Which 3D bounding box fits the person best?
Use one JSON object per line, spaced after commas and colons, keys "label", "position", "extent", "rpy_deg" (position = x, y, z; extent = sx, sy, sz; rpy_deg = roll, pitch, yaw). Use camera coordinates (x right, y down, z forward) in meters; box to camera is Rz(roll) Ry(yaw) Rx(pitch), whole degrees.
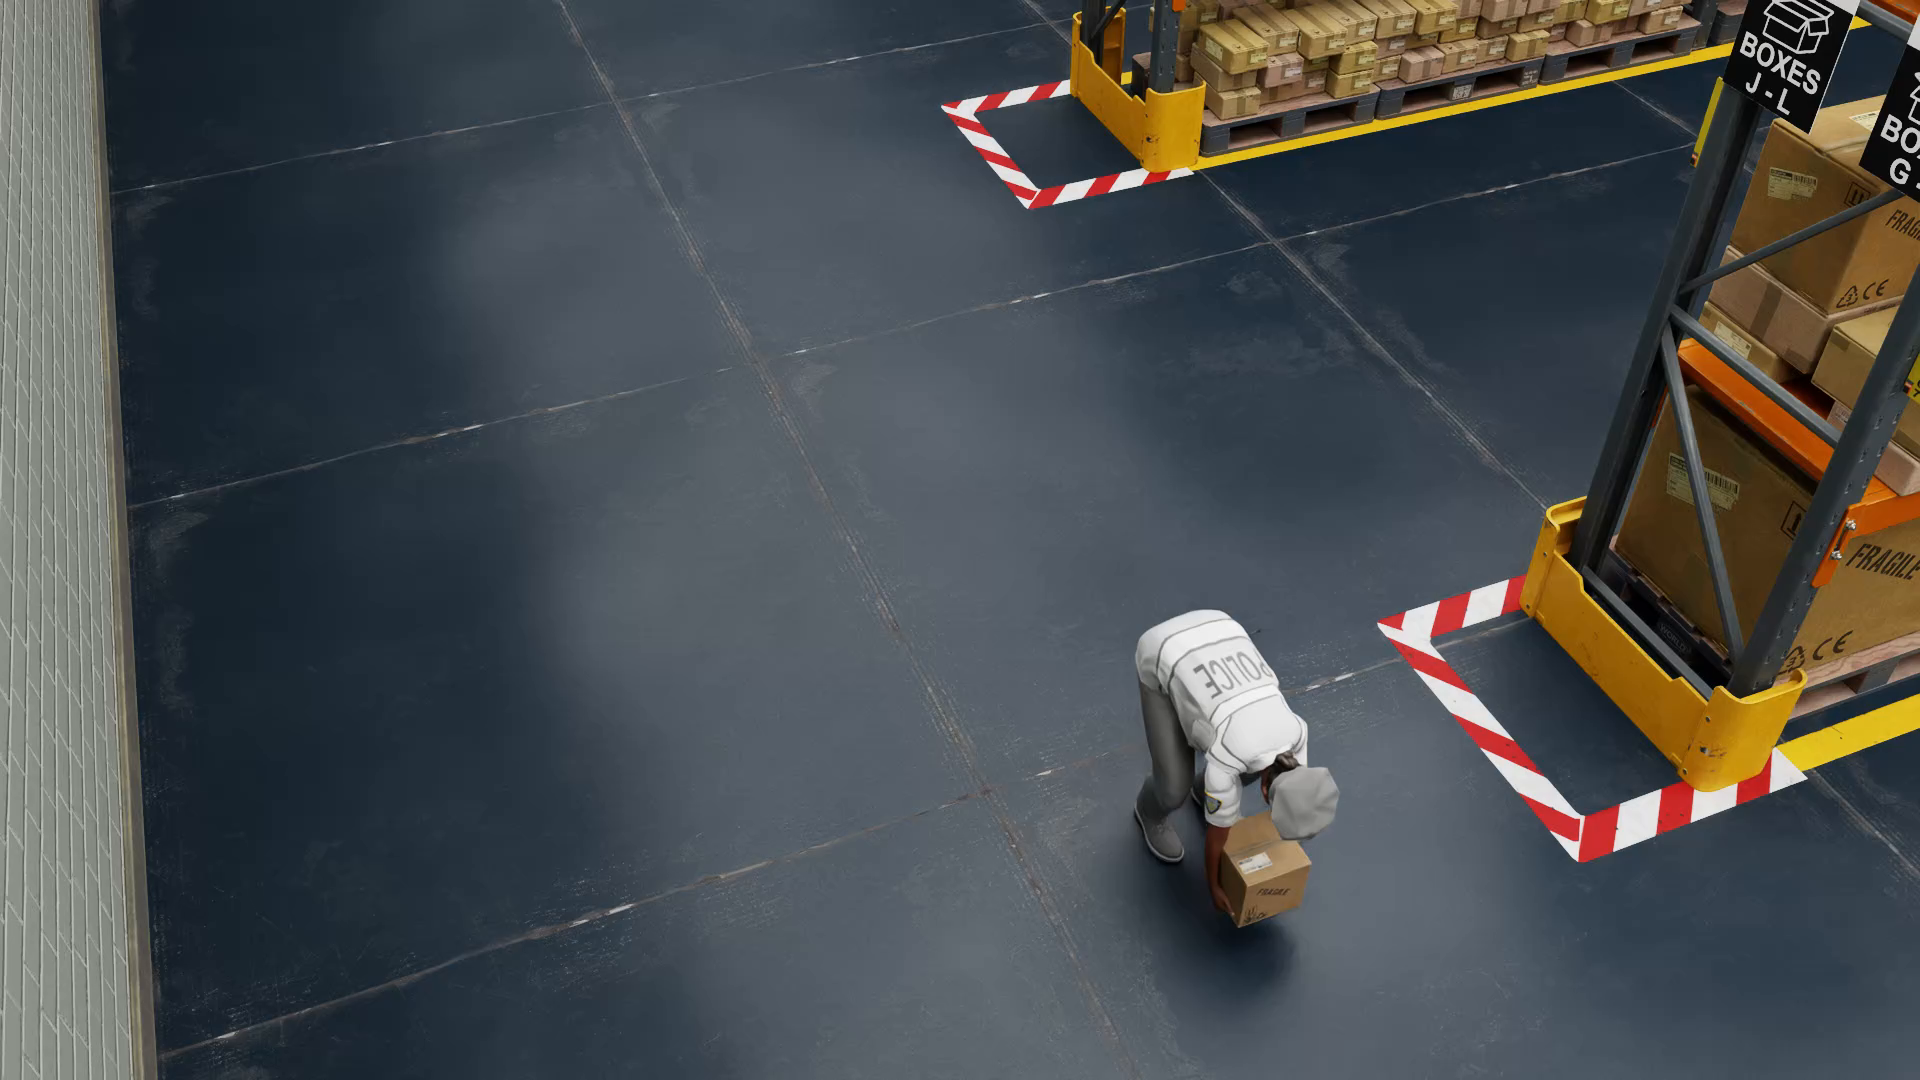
{"label": "person", "position": [0.932, 0.819, 5.758], "extent": [0.449, 0.987, 0.928], "rpy_deg": [-17, 45, -18]}
